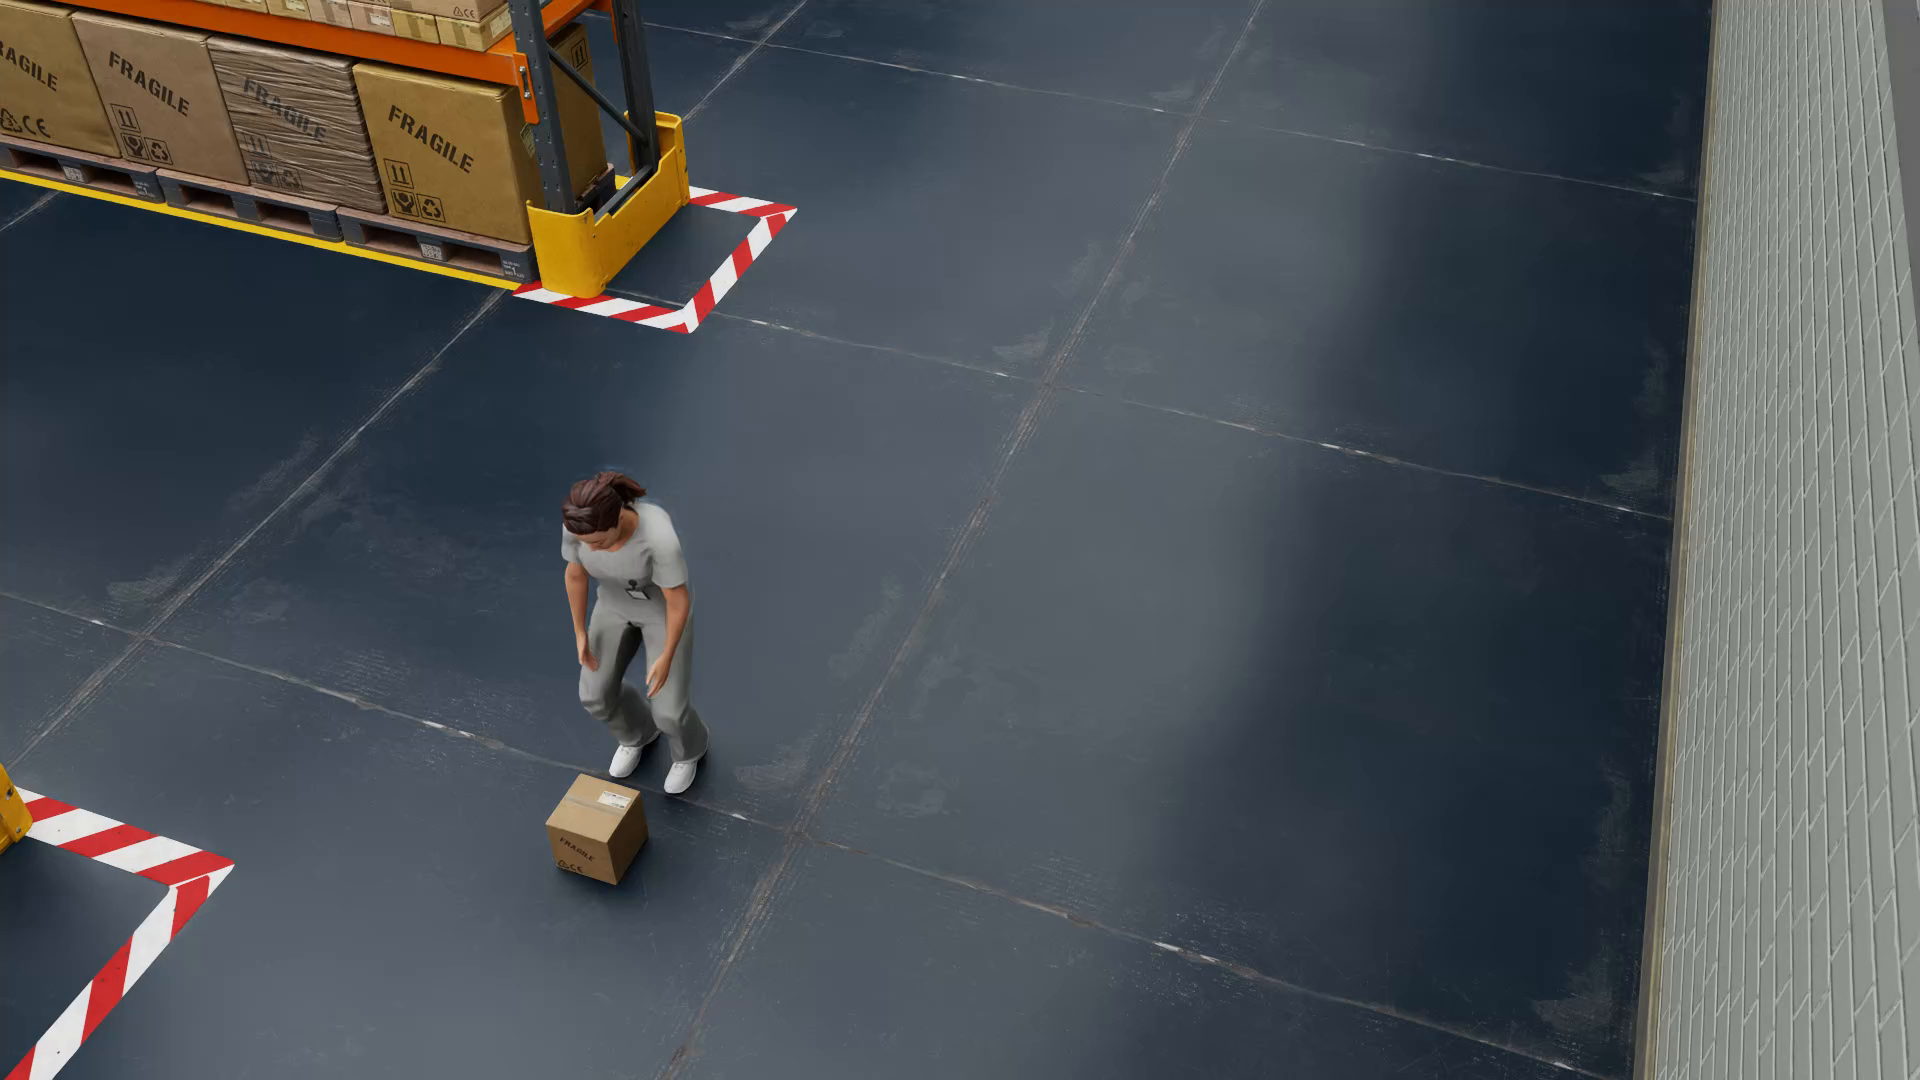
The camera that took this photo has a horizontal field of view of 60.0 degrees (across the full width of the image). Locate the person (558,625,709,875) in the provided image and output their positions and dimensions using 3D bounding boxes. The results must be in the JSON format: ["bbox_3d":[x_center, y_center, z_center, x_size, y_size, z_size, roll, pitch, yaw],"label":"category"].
[{"bbox_3d":[-1.209,0.704,6.120,0.474,0.821,0.833,13,43,14],"label":"person"}]
